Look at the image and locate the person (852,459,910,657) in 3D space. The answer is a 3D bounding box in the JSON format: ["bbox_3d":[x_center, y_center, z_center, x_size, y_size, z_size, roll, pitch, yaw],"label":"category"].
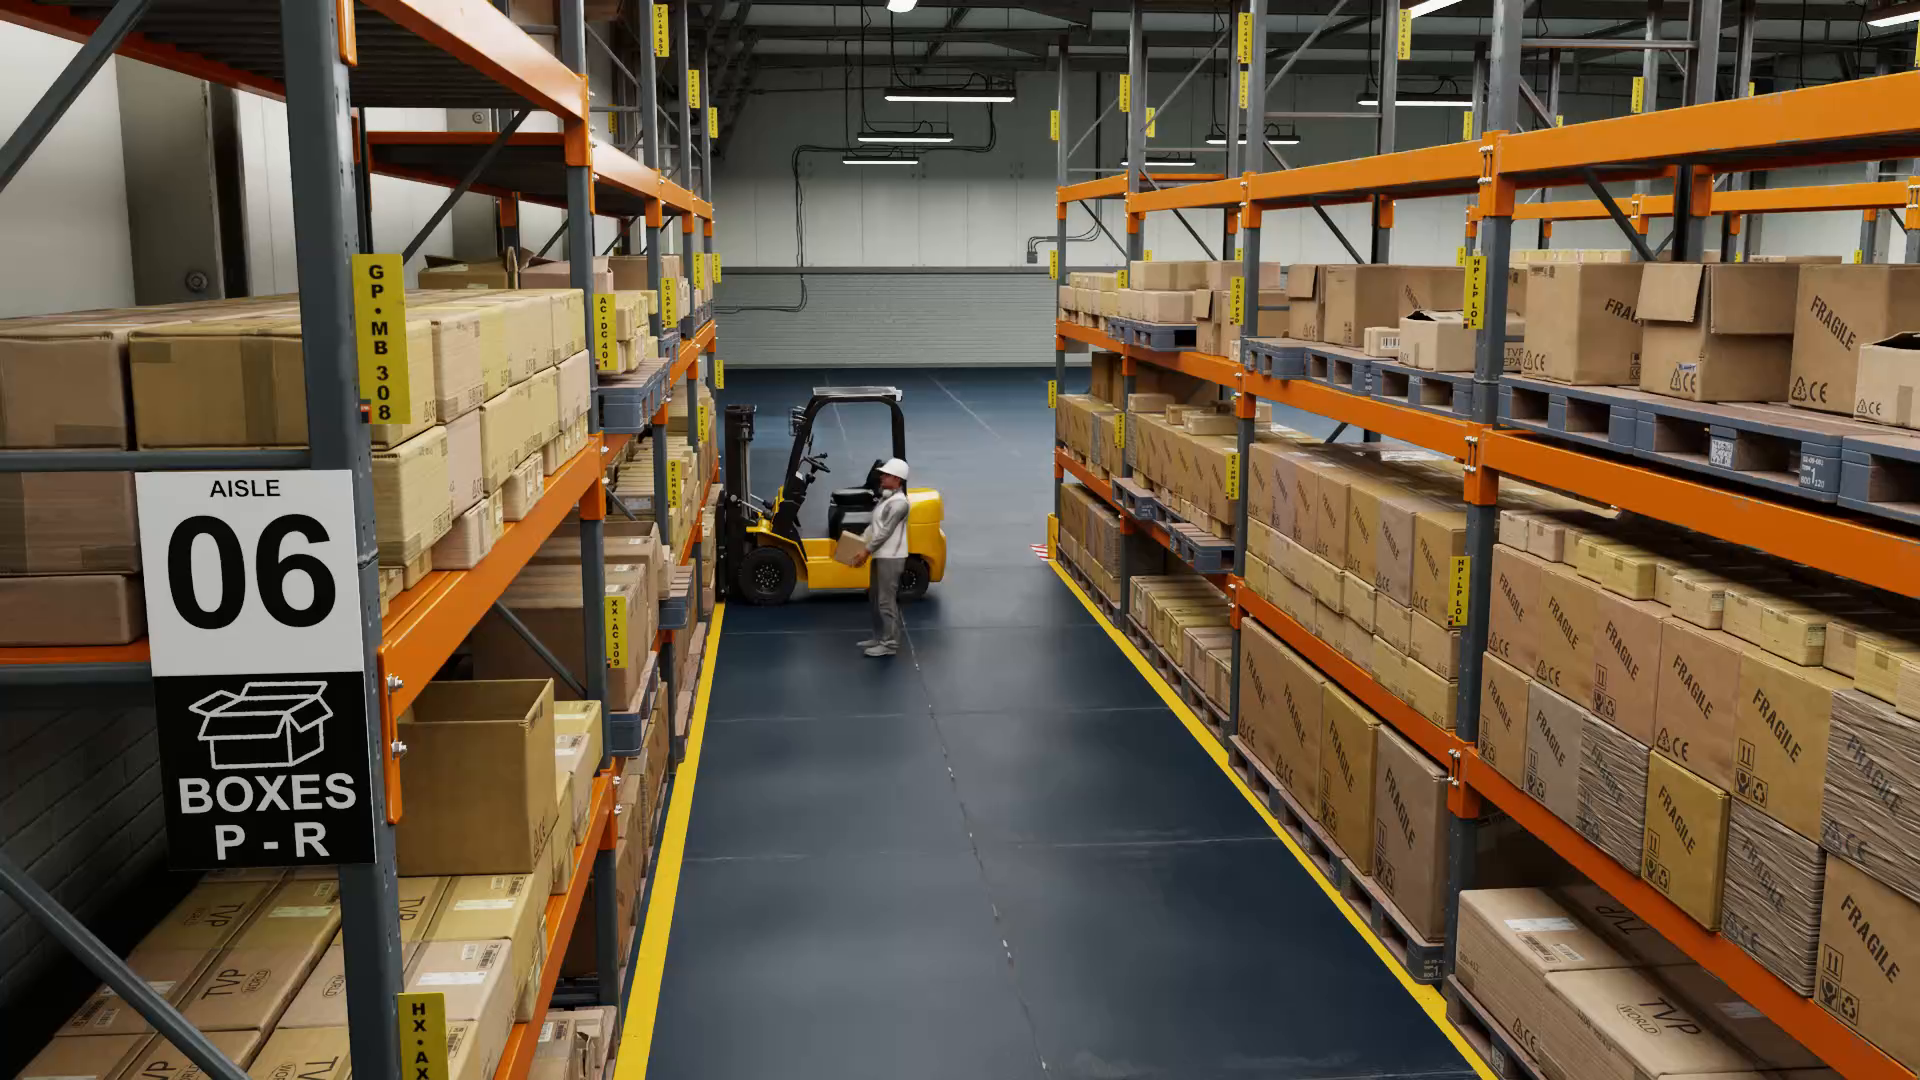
[{"bbox_3d":[-0.729,0.154,14.934,0.540,1.776,0.531,-3,10,-15],"label":"person"}]
